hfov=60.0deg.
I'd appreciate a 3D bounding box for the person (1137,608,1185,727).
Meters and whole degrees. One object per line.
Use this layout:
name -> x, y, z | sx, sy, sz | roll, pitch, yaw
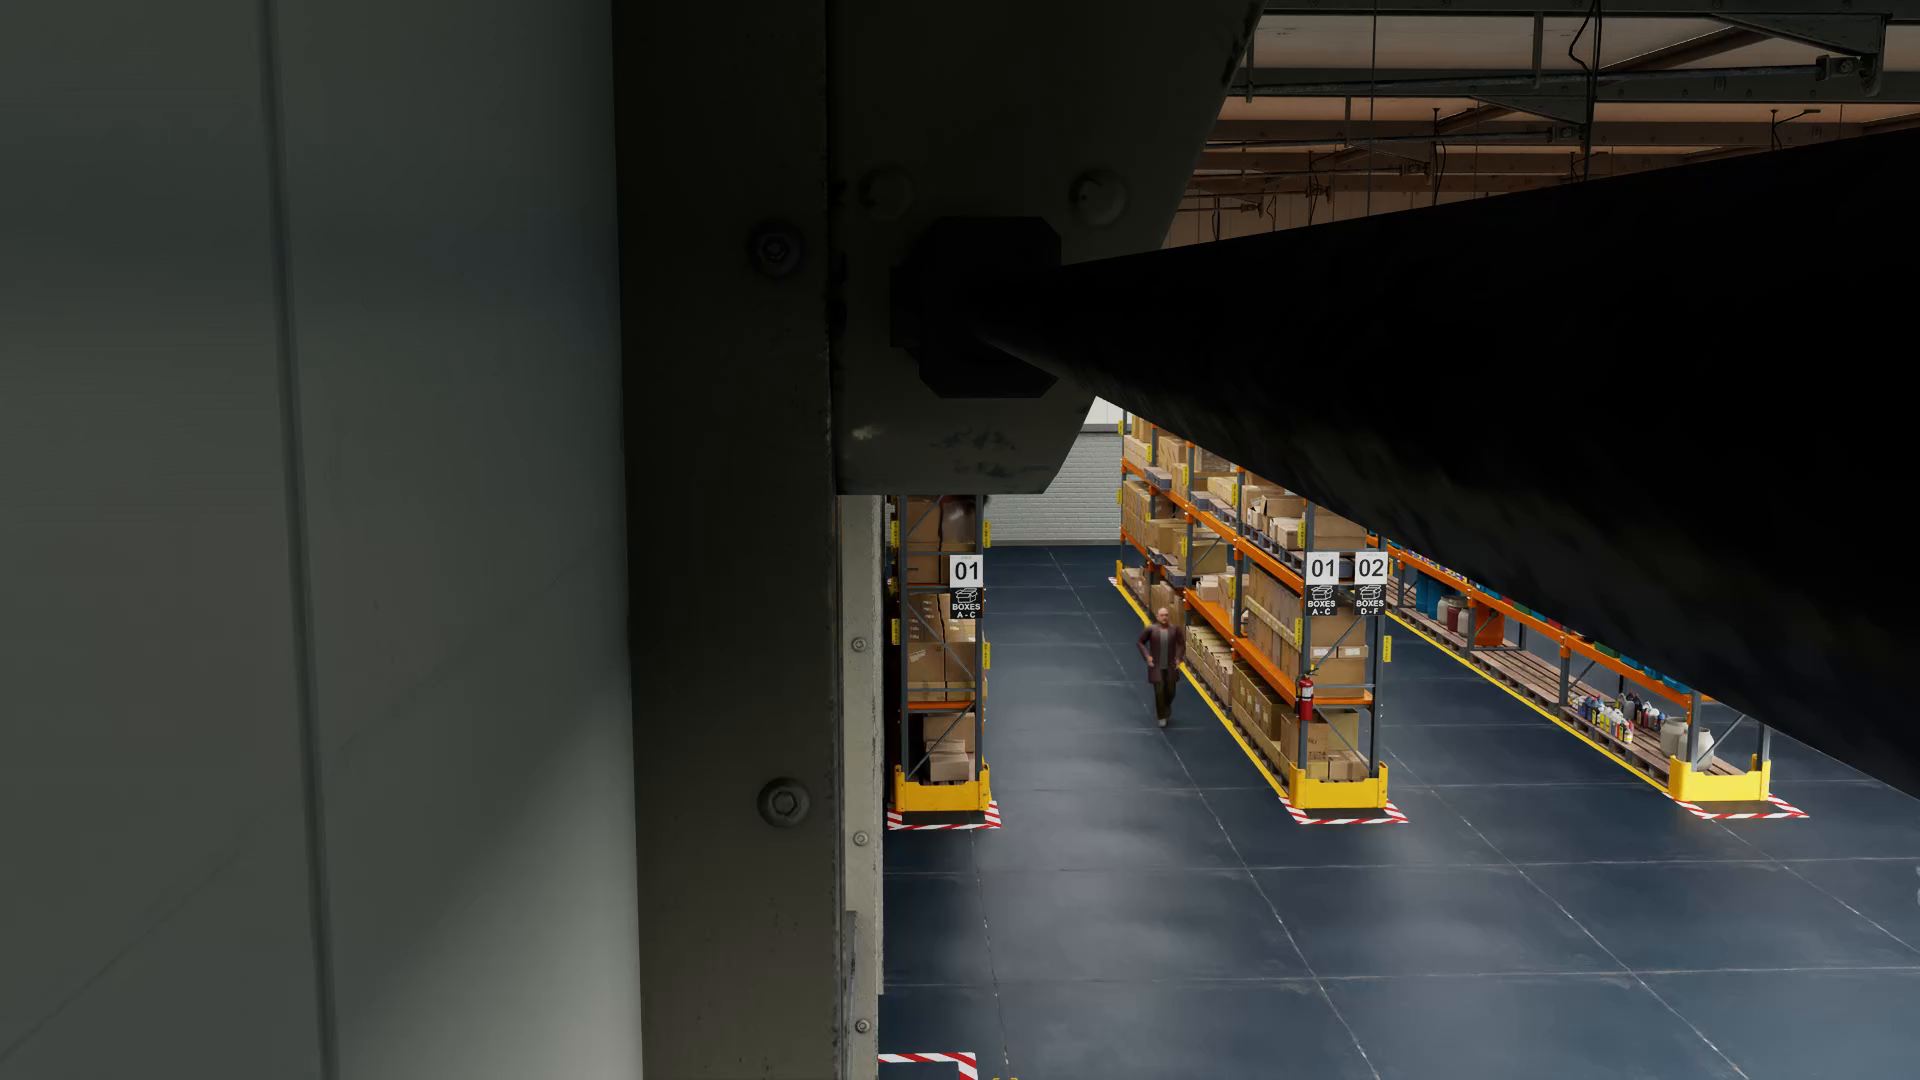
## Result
person -> 2.971, 1.856, 24.597 | 0.721, 1.746, 0.639 | 0, 8, 0
